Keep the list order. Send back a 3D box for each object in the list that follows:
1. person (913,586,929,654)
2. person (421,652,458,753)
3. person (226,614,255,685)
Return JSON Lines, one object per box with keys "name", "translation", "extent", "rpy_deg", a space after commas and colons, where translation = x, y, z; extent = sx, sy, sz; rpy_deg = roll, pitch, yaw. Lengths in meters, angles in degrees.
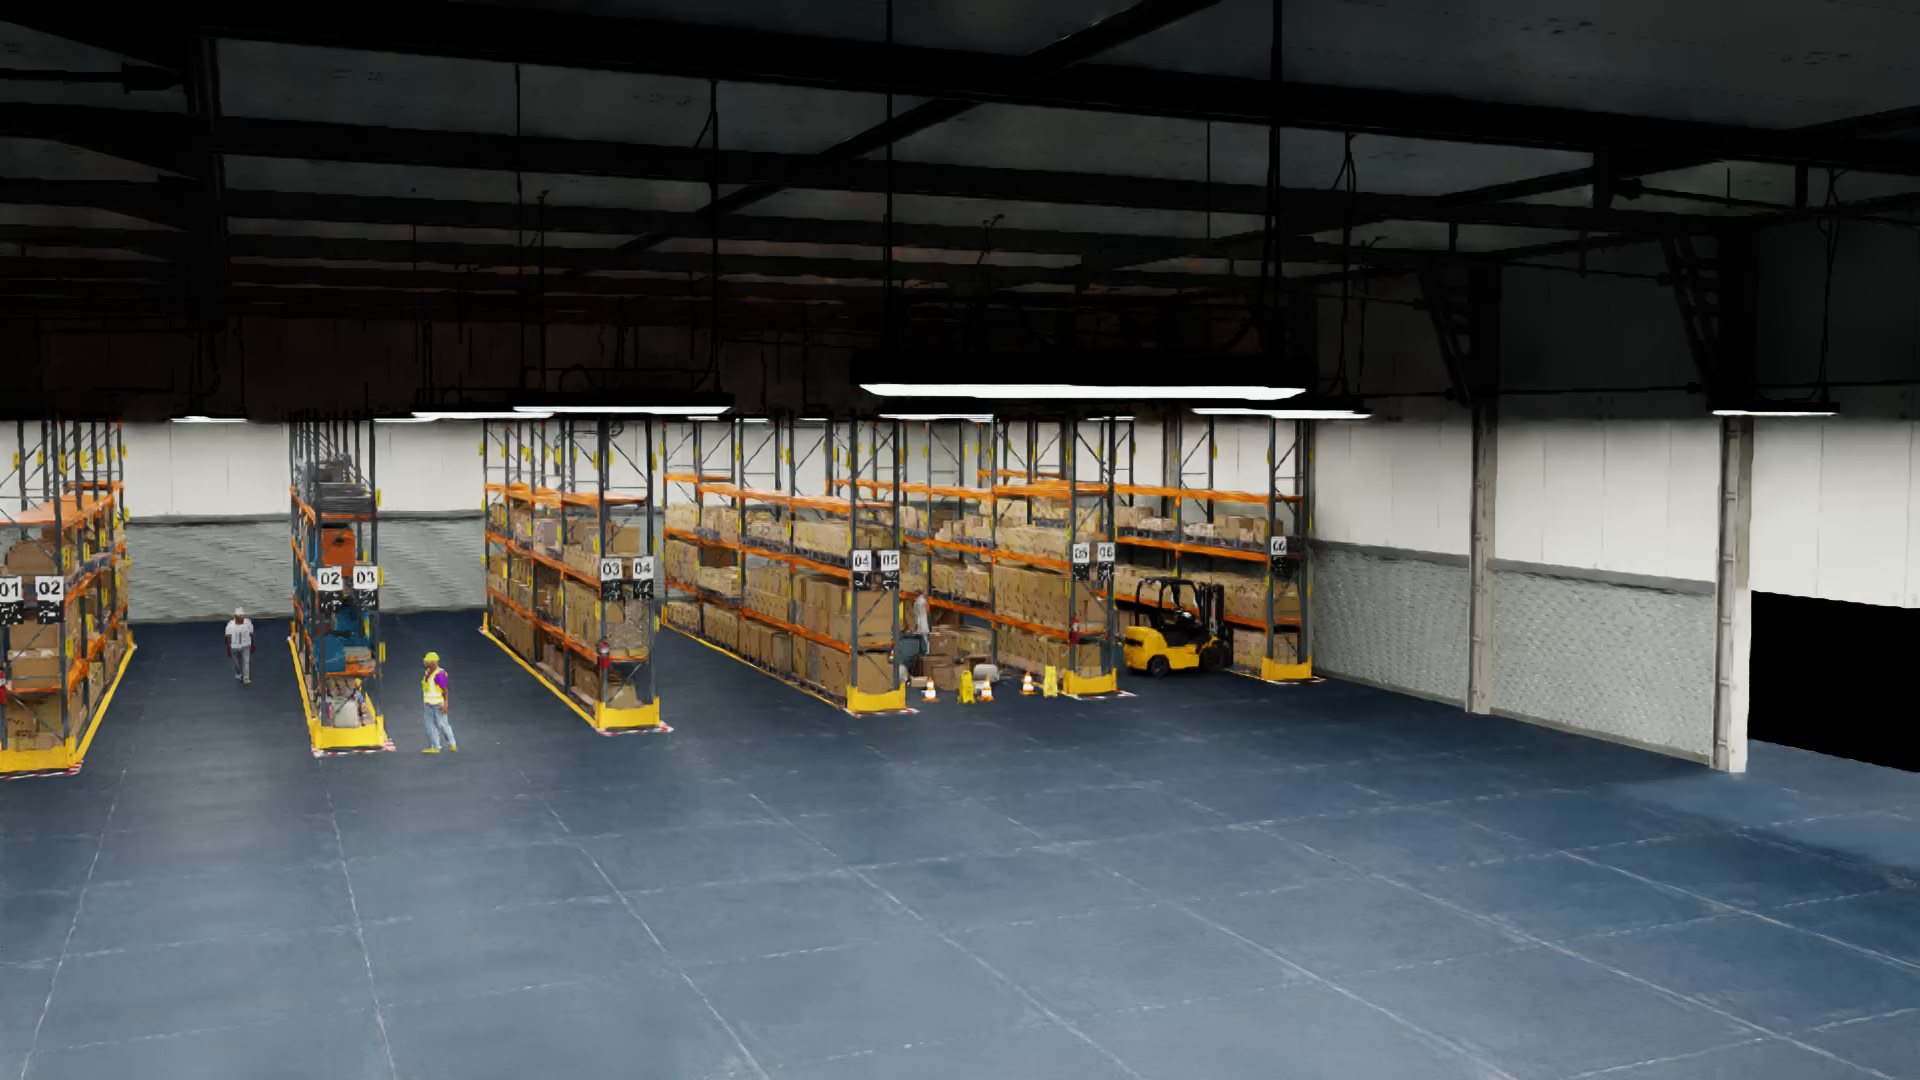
{"name": "person", "translation": [-1.001, 2.004, 40.168], "extent": [0.641, 1.774, 0.684], "rpy_deg": [0, 4, 2]}
{"name": "person", "translation": [-9.087, 2.826, 28.945], "extent": [0.658, 1.759, 0.540], "rpy_deg": [3, 5, 38]}
{"name": "person", "translation": [-15.811, 2.329, 36.508], "extent": [0.570, 1.654, 1.121], "rpy_deg": [-2, 4, -21]}
